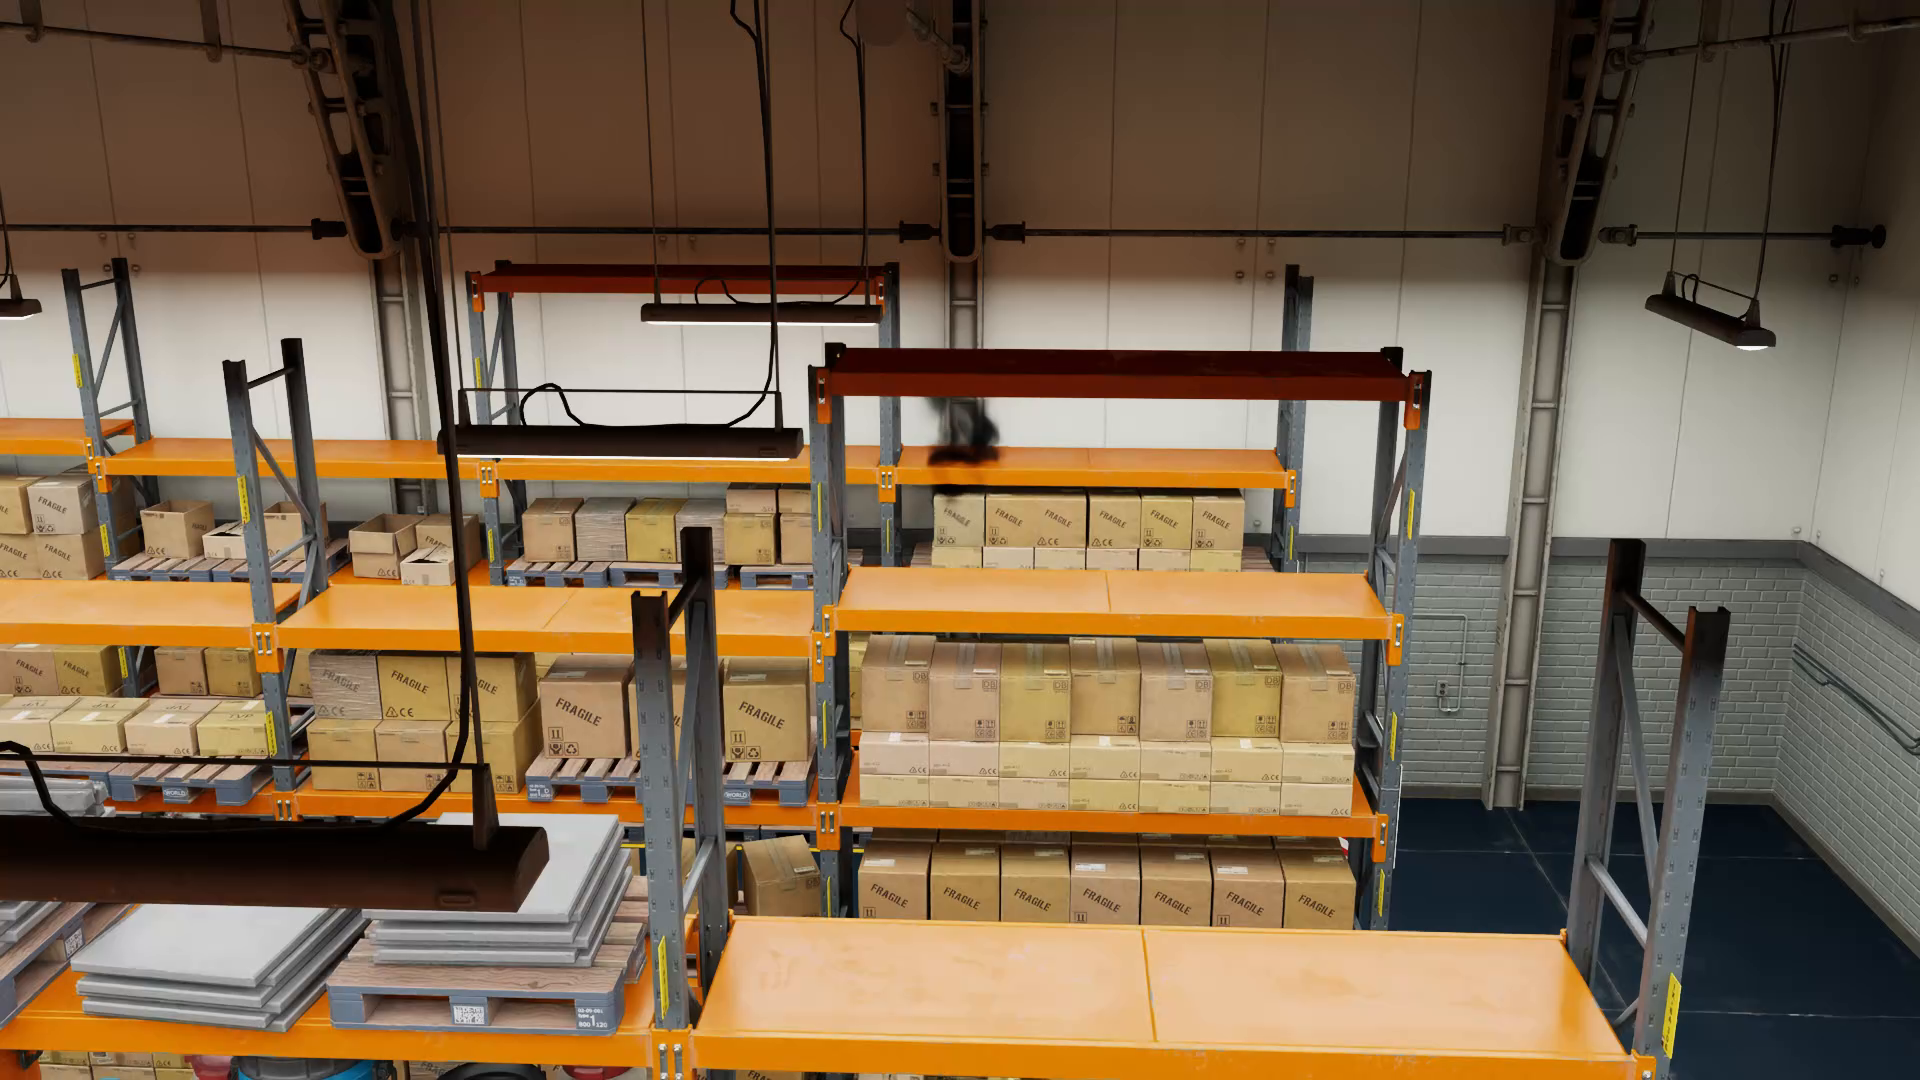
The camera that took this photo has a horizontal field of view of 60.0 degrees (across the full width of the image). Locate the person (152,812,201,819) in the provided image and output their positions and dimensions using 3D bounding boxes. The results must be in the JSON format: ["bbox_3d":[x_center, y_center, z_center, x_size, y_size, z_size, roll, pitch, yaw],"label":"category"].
[{"bbox_3d":[-7.048,2.933,15.171,0.882,1.794,0.648,-3,16,-10],"label":"person"}]
